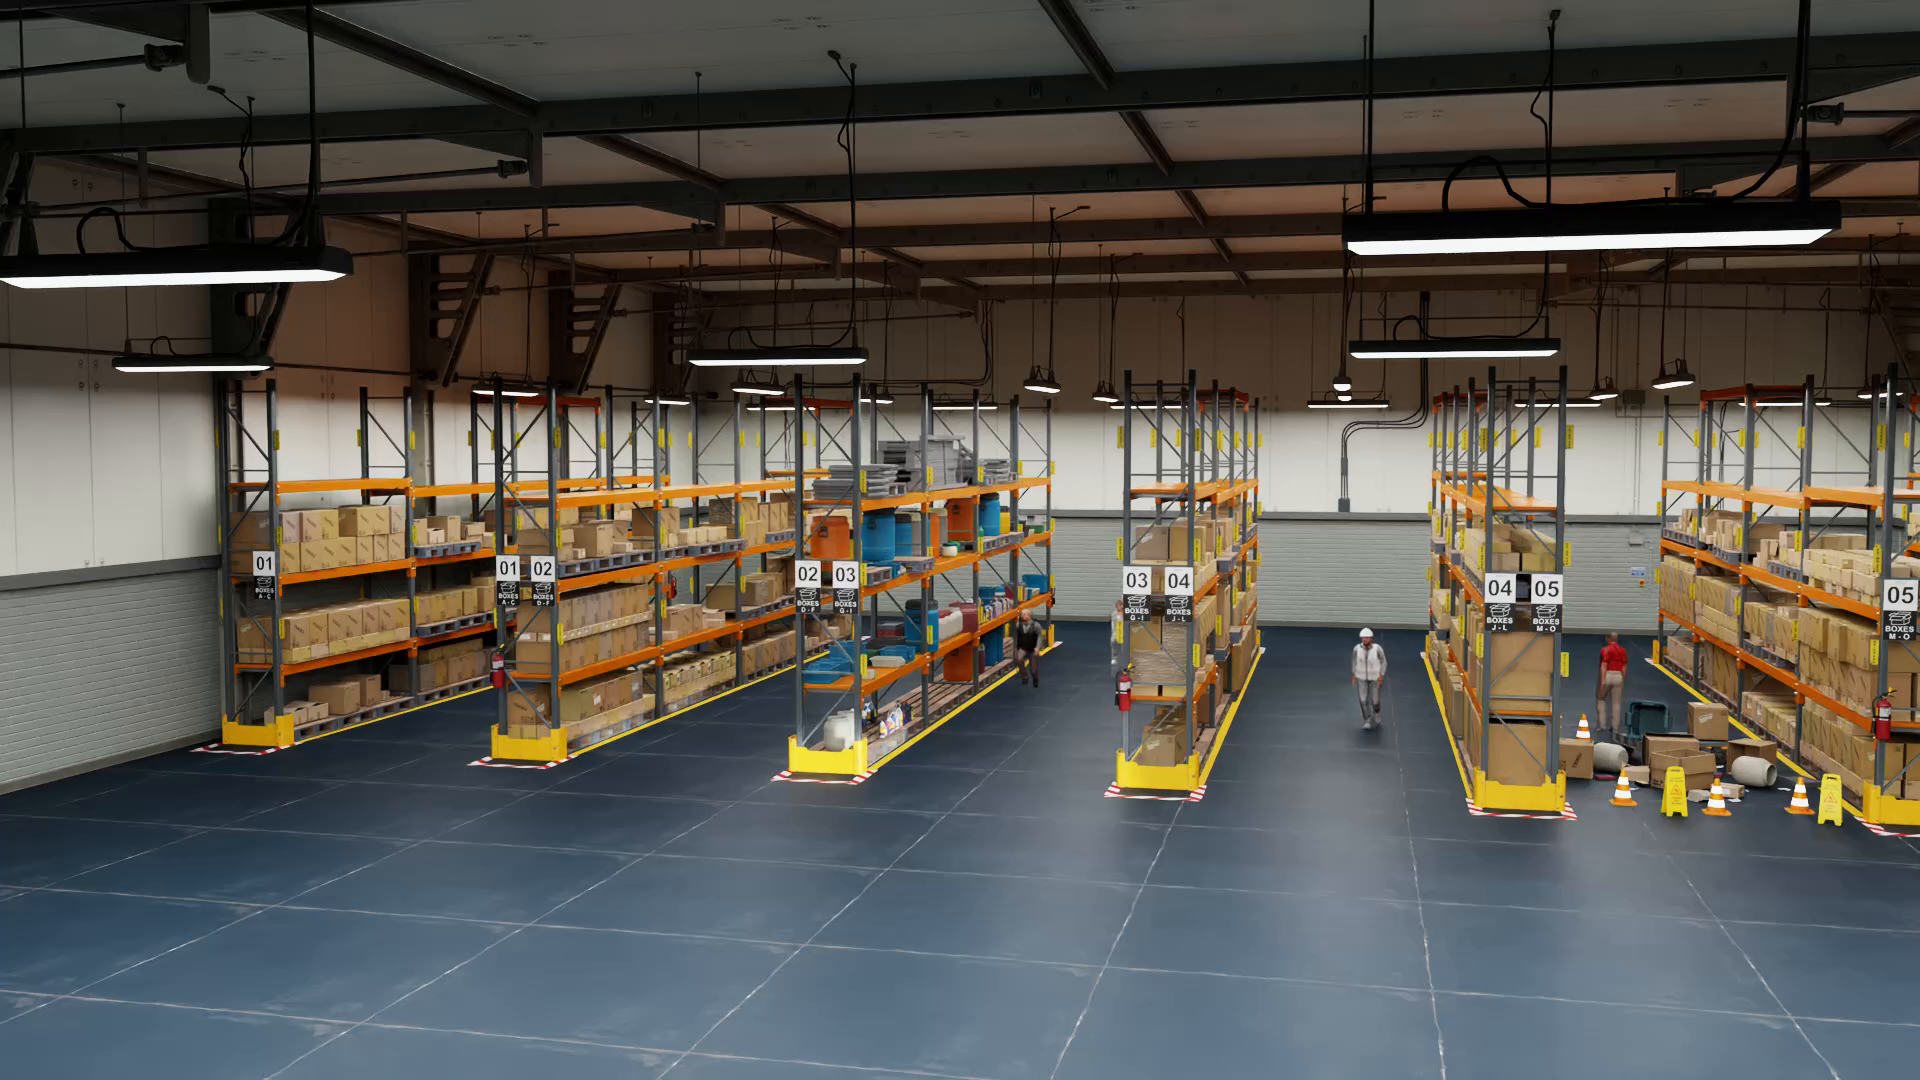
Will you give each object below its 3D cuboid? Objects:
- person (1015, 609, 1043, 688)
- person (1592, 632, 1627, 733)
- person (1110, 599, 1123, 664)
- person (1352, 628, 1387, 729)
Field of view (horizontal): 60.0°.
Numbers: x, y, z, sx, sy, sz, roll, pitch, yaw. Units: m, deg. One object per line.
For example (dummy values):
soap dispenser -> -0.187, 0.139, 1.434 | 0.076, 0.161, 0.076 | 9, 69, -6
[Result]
person -> 1.325, 2.133, 32.450 | 0.583, 1.587, 0.882 | 1, 4, 12
person -> 11.160, 2.467, 28.460 | 0.541, 1.785, 0.599 | 0, 3, 8
person -> 3.391, 1.944, 35.178 | 0.406, 1.379, 0.971 | 1, 4, 14
person -> 7.143, 2.393, 29.001 | 0.600, 1.754, 0.660 | 1, 4, 23
